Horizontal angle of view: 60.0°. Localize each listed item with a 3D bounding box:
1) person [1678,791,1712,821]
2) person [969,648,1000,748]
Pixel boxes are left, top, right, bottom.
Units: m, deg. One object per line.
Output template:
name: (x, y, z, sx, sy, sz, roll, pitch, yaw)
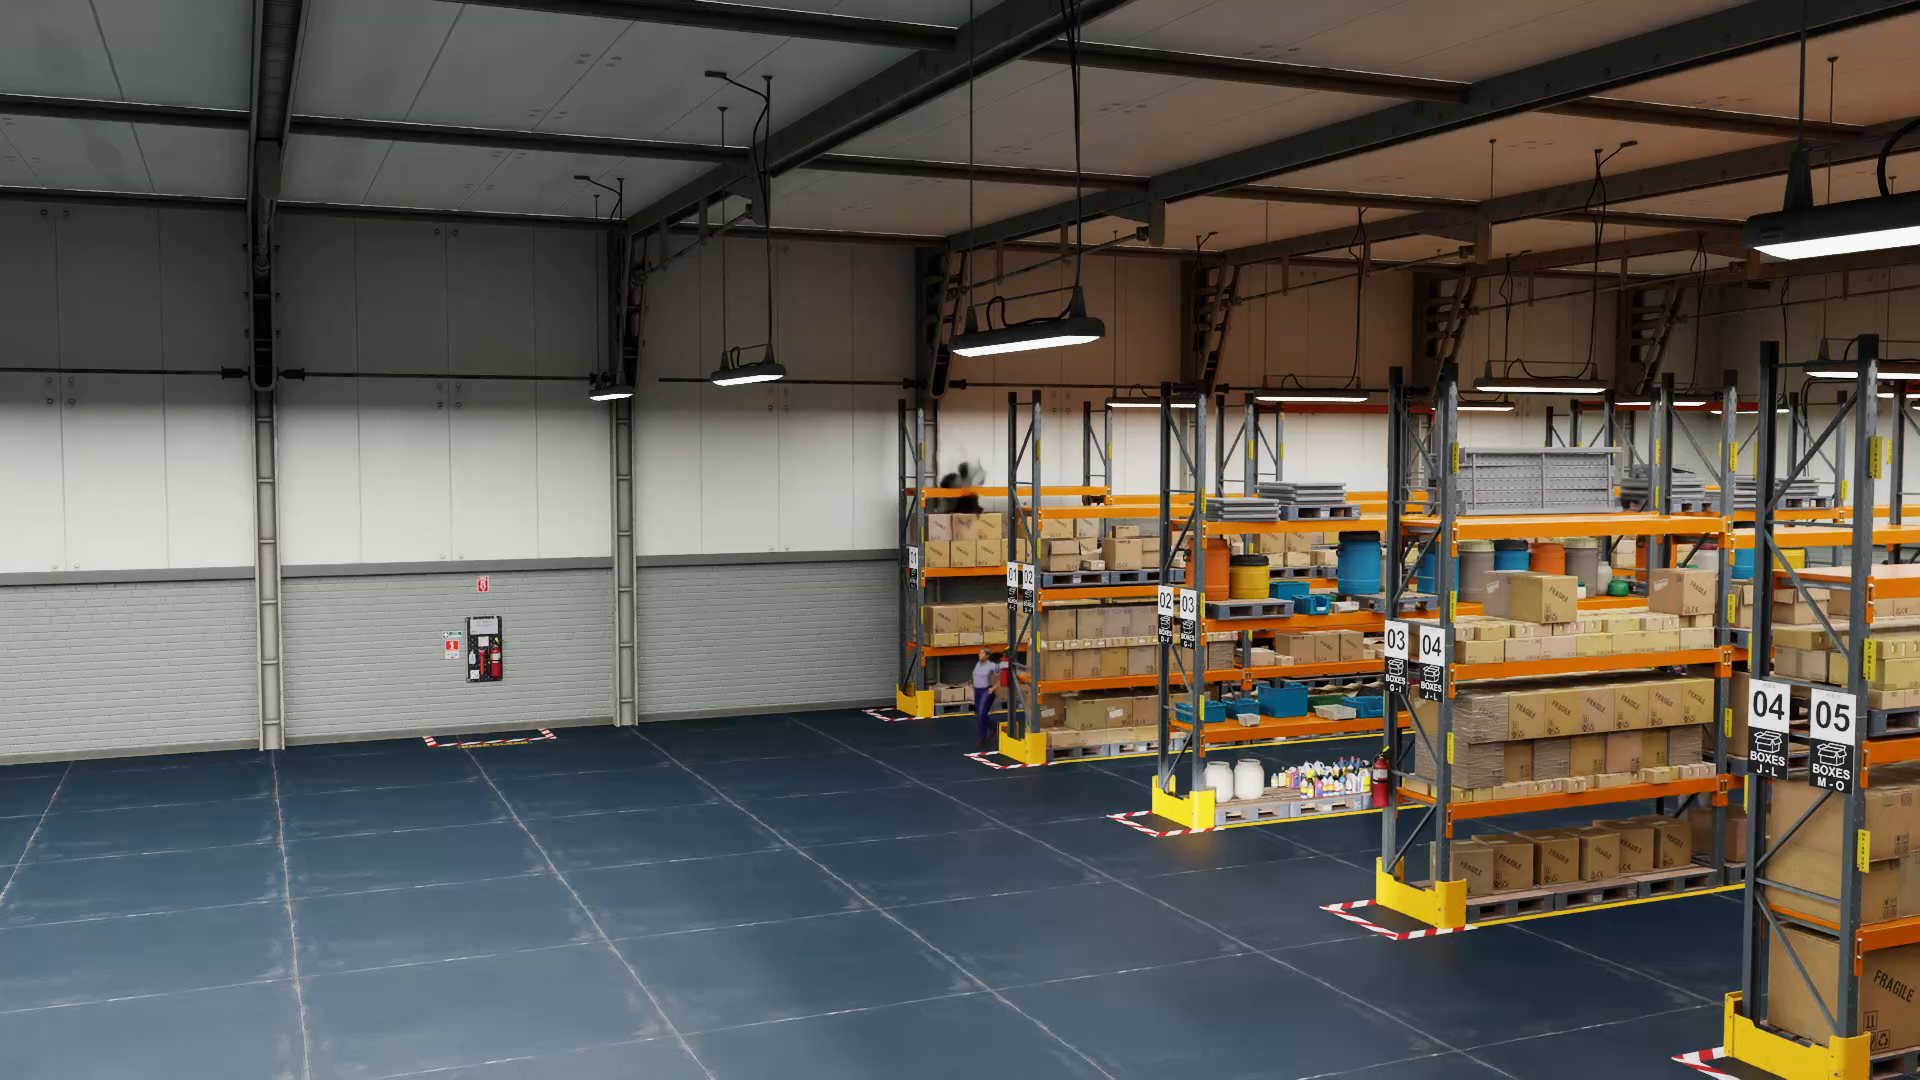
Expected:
person: (9.599, 3.045, 21.634, 0.896, 1.670, 0.622, -2, 4, -28)
person: (0.432, 2.684, 28.504, 0.783, 1.683, 0.612, -3, 4, -41)
